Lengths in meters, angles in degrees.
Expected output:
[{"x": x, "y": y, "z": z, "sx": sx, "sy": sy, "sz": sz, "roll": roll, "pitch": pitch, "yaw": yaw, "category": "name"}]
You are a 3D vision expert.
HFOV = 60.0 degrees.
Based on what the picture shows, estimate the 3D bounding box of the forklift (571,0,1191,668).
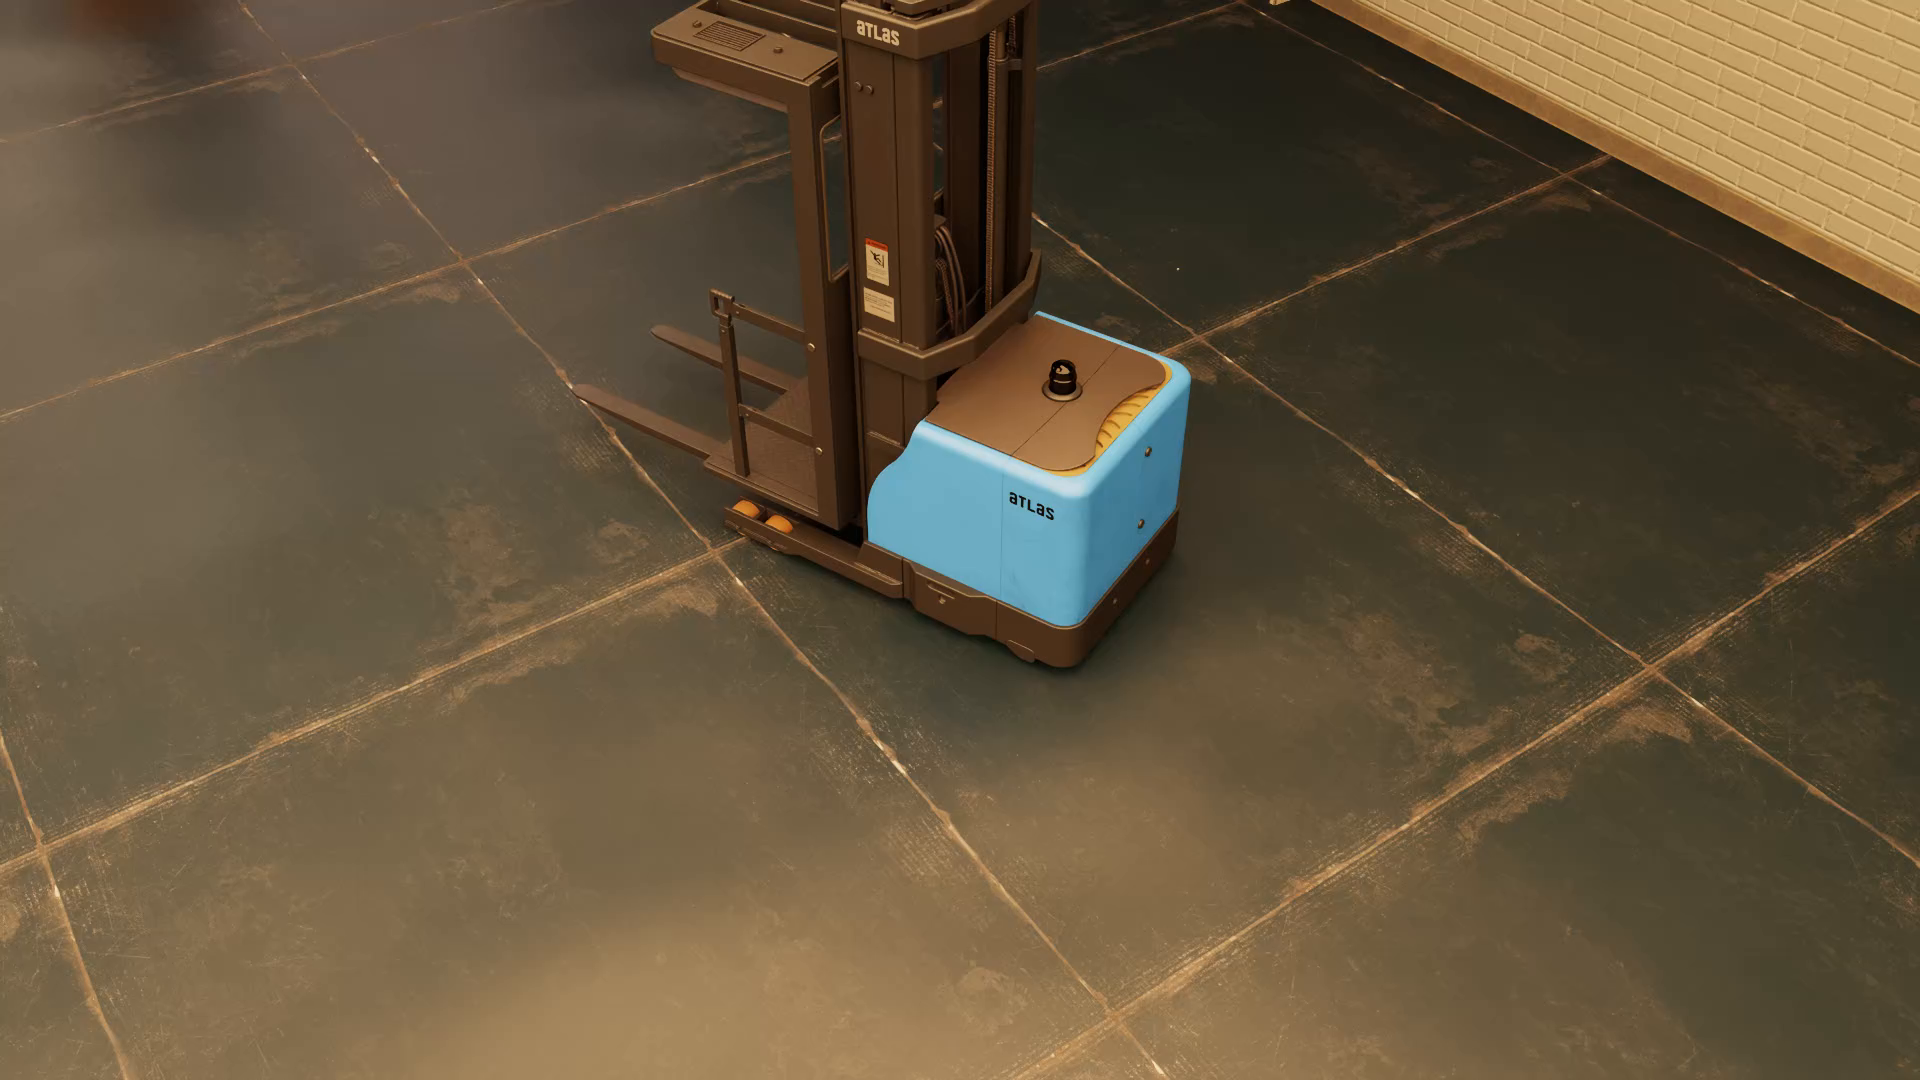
[{"x": -0.511, "y": -1.302, "z": 7.129, "sx": 3.031, "sy": 2.935, "sz": 1.130, "roll": 24, "pitch": 48, "yaw": 24, "category": "forklift"}]
